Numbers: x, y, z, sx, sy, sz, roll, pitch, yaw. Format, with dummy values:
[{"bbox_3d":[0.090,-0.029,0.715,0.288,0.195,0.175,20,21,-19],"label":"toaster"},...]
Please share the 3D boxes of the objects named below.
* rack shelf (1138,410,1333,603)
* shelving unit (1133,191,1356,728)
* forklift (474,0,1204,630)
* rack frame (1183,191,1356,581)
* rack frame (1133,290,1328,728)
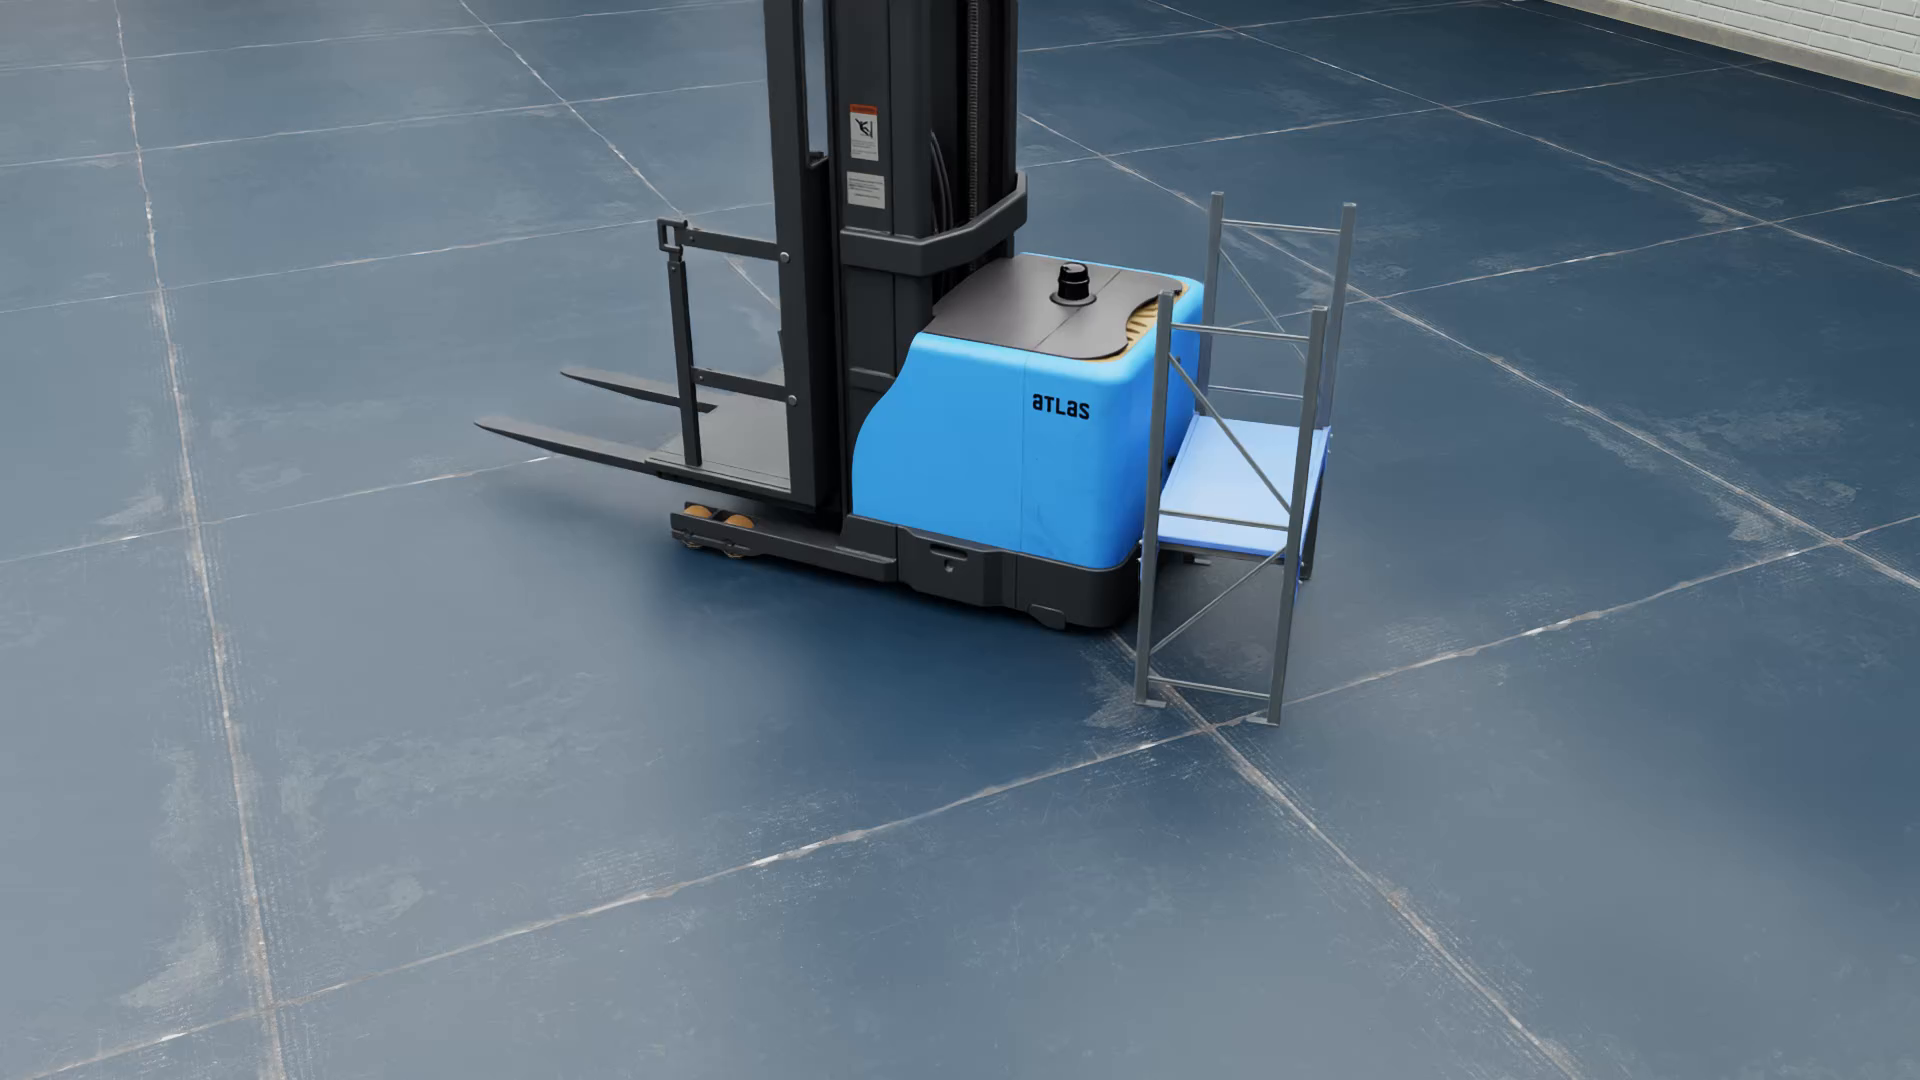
[{"bbox_3d":[0.986,-0.143,5.839,0.538,0.185,1.000,8,30,14],"label":"rack shelf"},{"bbox_3d":[0.986,-0.300,5.751,0.538,1.500,1.048,8,30,14],"label":"shelving unit"},{"bbox_3d":[-0.598,-1.426,6.297,3.031,2.935,1.130,13,32,22],"label":"forklift"},{"bbox_3d":[1.129,-0.538,6.176,0.500,1.500,0.032,8,30,14],"label":"rack frame"},{"bbox_3d":[0.842,-0.061,5.325,0.500,1.500,0.032,8,30,14],"label":"rack frame"}]
